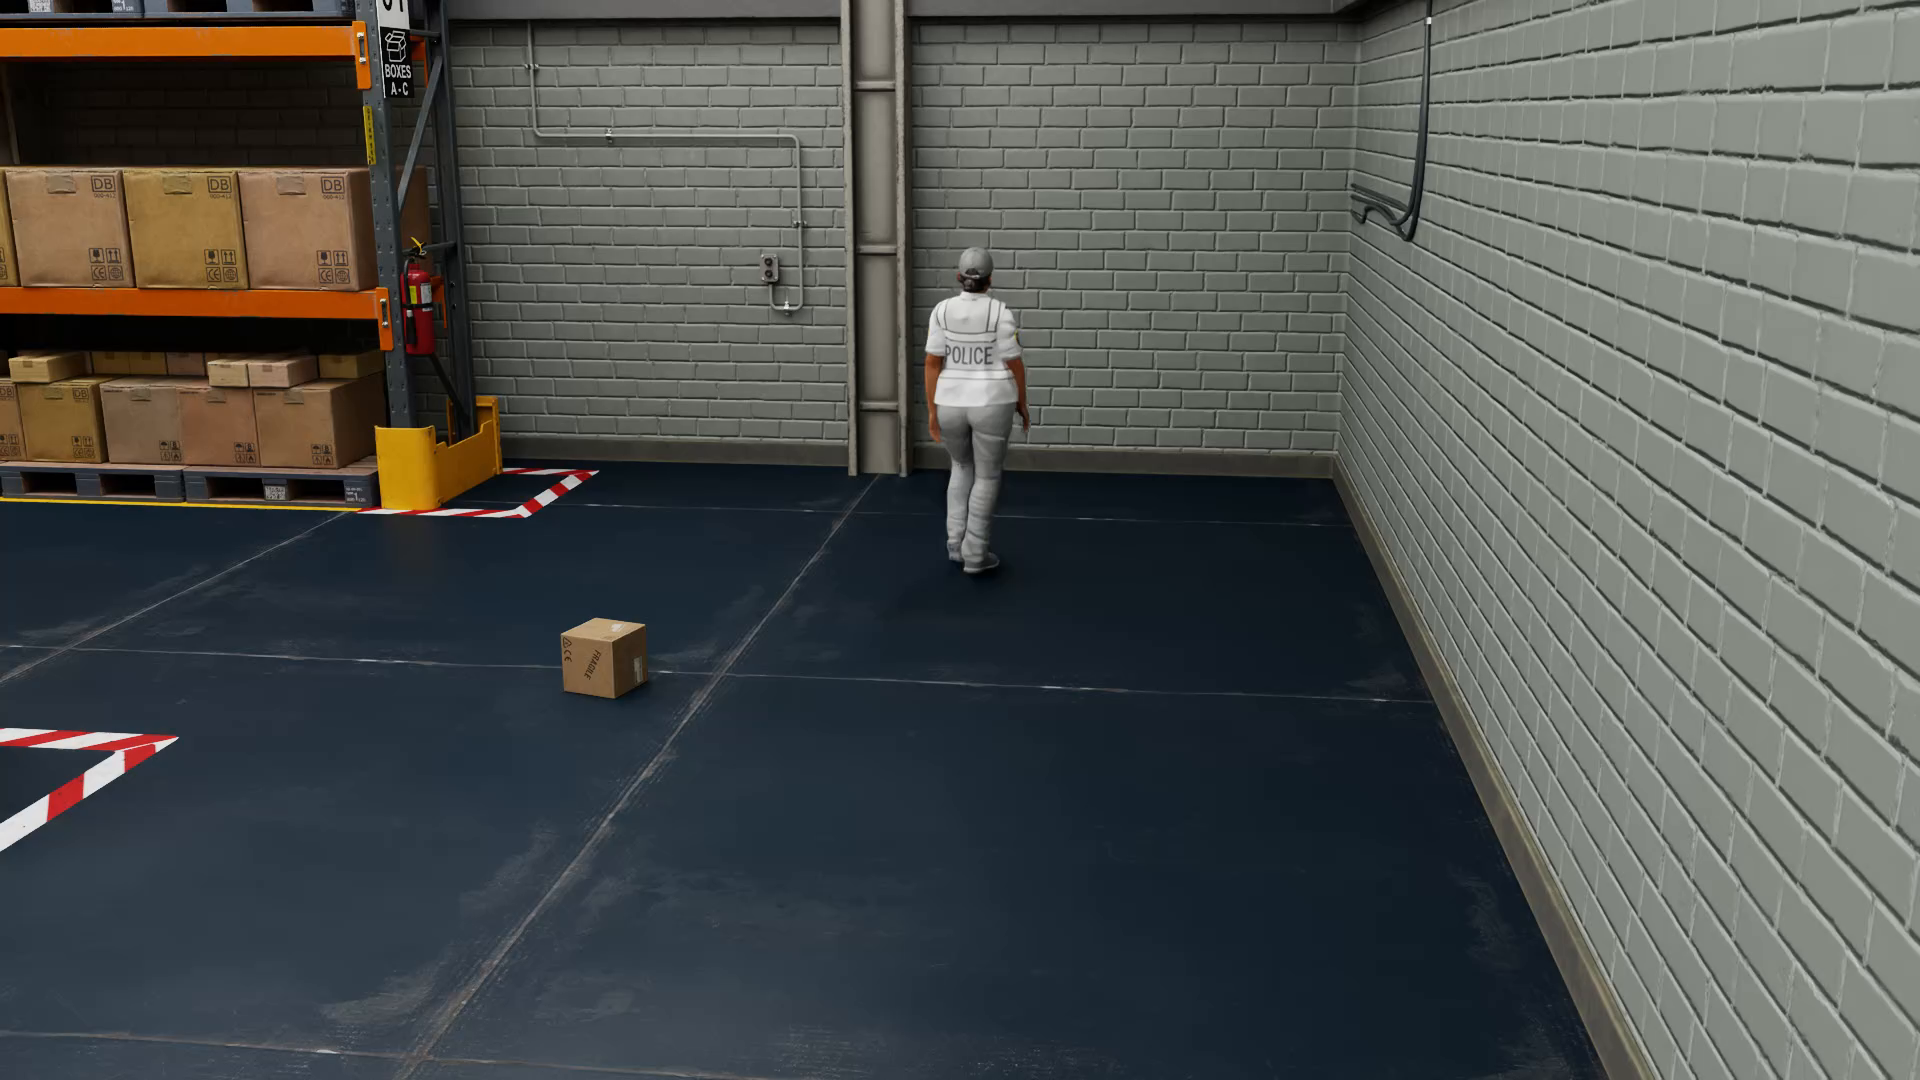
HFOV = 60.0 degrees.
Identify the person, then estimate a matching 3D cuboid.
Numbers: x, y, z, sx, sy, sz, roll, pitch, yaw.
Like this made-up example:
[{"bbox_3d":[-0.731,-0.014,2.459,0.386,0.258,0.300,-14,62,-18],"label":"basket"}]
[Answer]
[{"bbox_3d":[0.099,-0.637,8.542,0.479,1.725,0.489,6,16,22],"label":"person"}]
